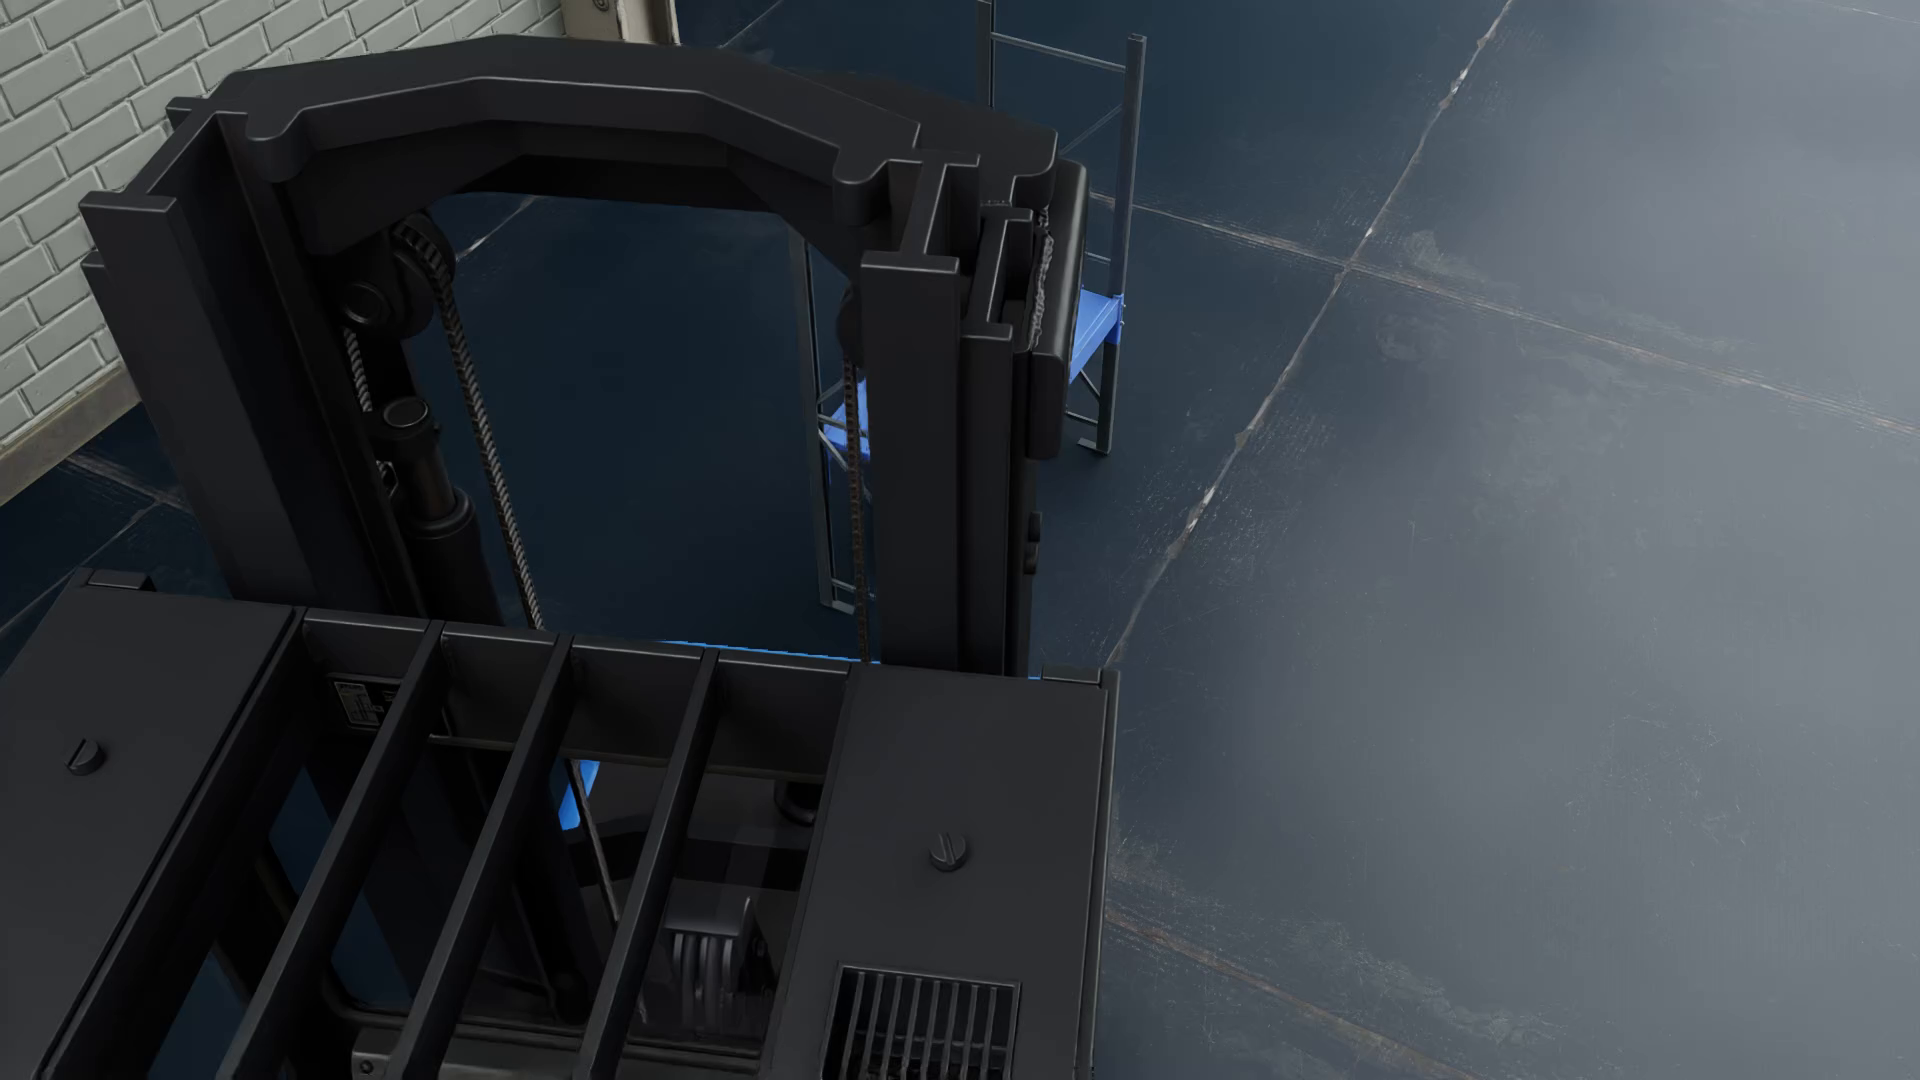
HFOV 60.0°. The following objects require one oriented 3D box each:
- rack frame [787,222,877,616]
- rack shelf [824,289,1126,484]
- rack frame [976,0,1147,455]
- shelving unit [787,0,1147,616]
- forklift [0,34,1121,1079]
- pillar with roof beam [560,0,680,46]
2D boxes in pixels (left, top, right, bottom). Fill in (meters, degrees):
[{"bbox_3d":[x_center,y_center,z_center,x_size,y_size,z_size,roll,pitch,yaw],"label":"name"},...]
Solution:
[{"bbox_3d":[-0.196,-0.261,4.453,0.500,1.500,0.032,20,49,19],"label":"rack frame"},{"bbox_3d":[0.040,-0.455,4.898,0.538,0.185,1.000,20,49,19],"label":"rack shelf"},{"bbox_3d":[0.276,-0.901,5.086,0.500,1.500,0.032,20,49,19],"label":"rack frame"},{"bbox_3d":[0.040,-0.581,4.770,0.538,1.500,1.048,20,49,19],"label":"shelving unit"},{"bbox_3d":[-0.418,1.015,2.186,1.130,2.935,3.031,5,46,5],"label":"forklift"},{"bbox_3d":[2.342,-3.867,2.745,9.100,9.000,0.400,20,49,19],"label":"pillar with roof beam"}]
